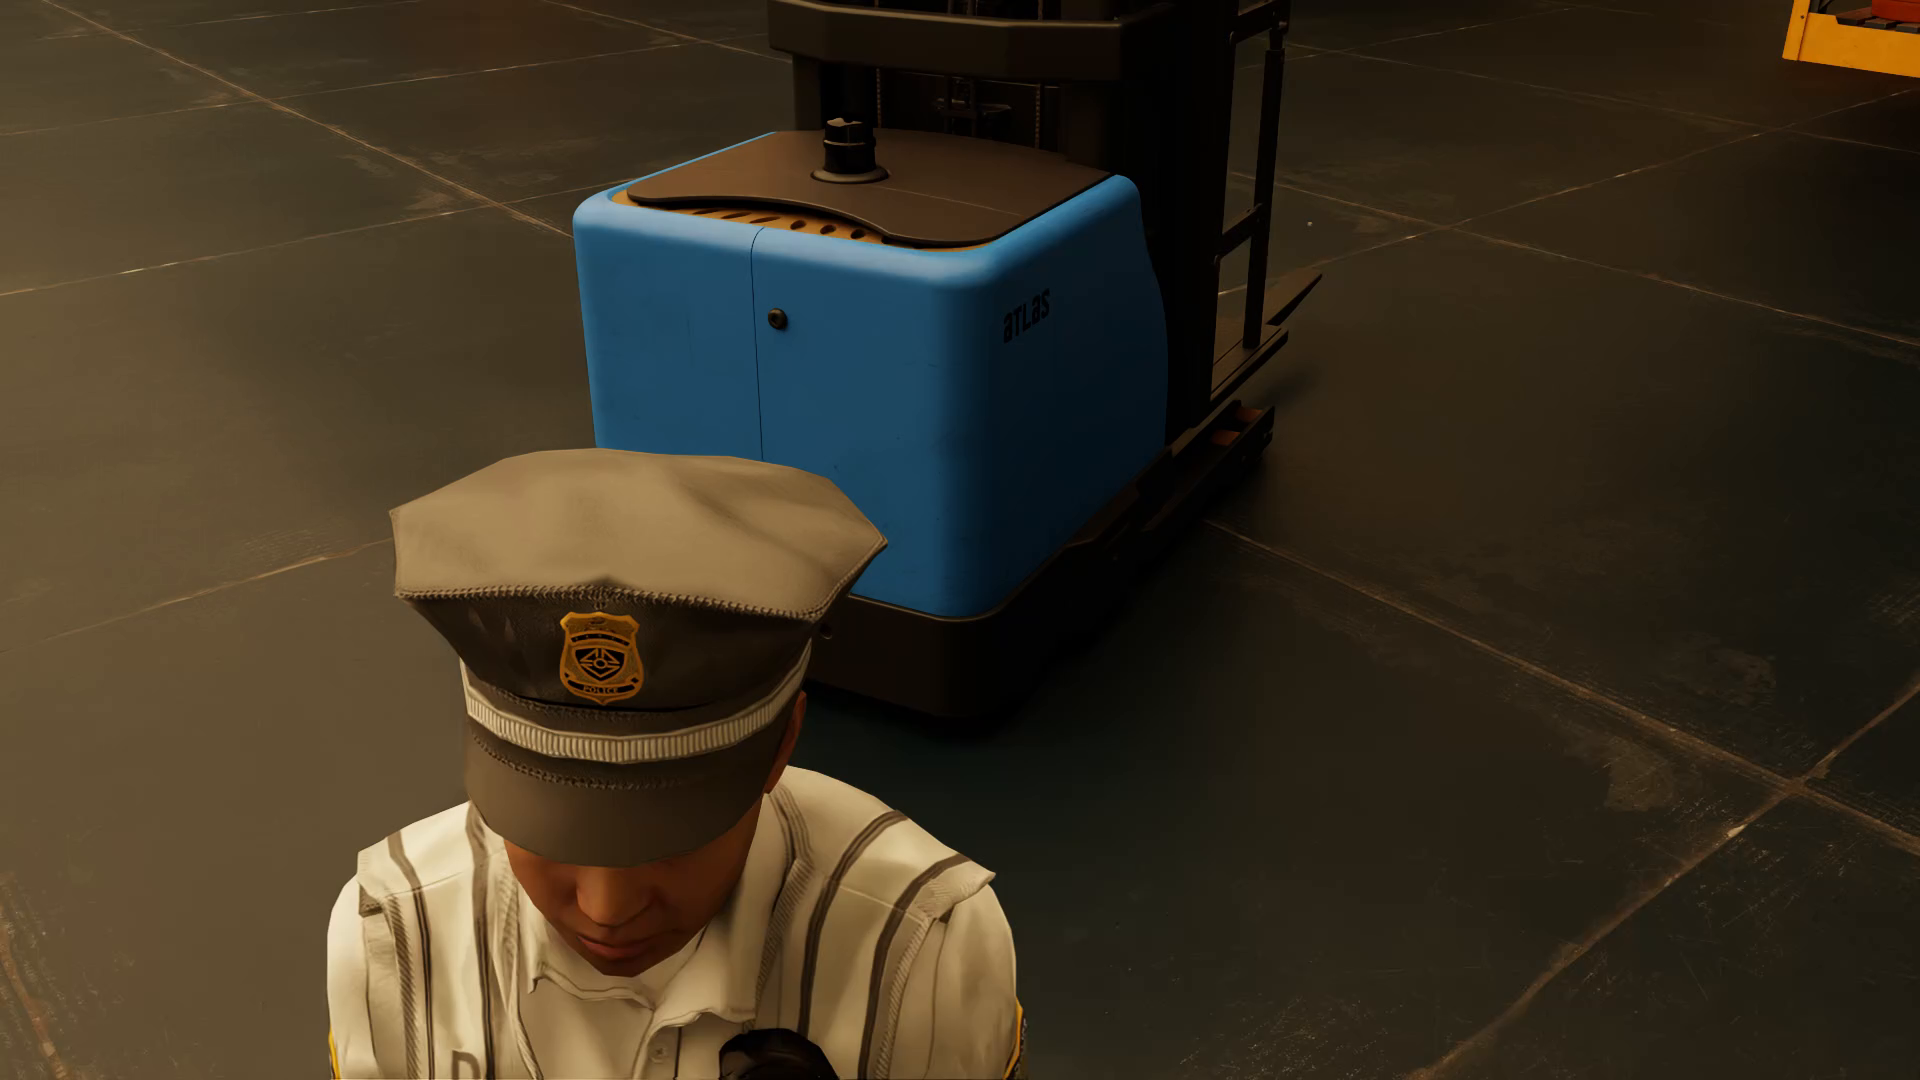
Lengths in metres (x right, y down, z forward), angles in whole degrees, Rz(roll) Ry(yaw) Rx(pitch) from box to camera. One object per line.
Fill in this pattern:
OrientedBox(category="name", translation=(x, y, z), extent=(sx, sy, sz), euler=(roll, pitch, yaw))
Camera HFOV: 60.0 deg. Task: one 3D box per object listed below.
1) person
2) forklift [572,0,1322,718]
OrientedBox(category="person", translation=(-0.190, 0.690, 1.241), extent=(0.535, 1.662, 0.374), euler=(1, 26, 2))
OrientedBox(category="forklift", translation=(0.285, -1.552, 4.331), extent=(1.130, 2.935, 3.031), euler=(13, 29, 25))
